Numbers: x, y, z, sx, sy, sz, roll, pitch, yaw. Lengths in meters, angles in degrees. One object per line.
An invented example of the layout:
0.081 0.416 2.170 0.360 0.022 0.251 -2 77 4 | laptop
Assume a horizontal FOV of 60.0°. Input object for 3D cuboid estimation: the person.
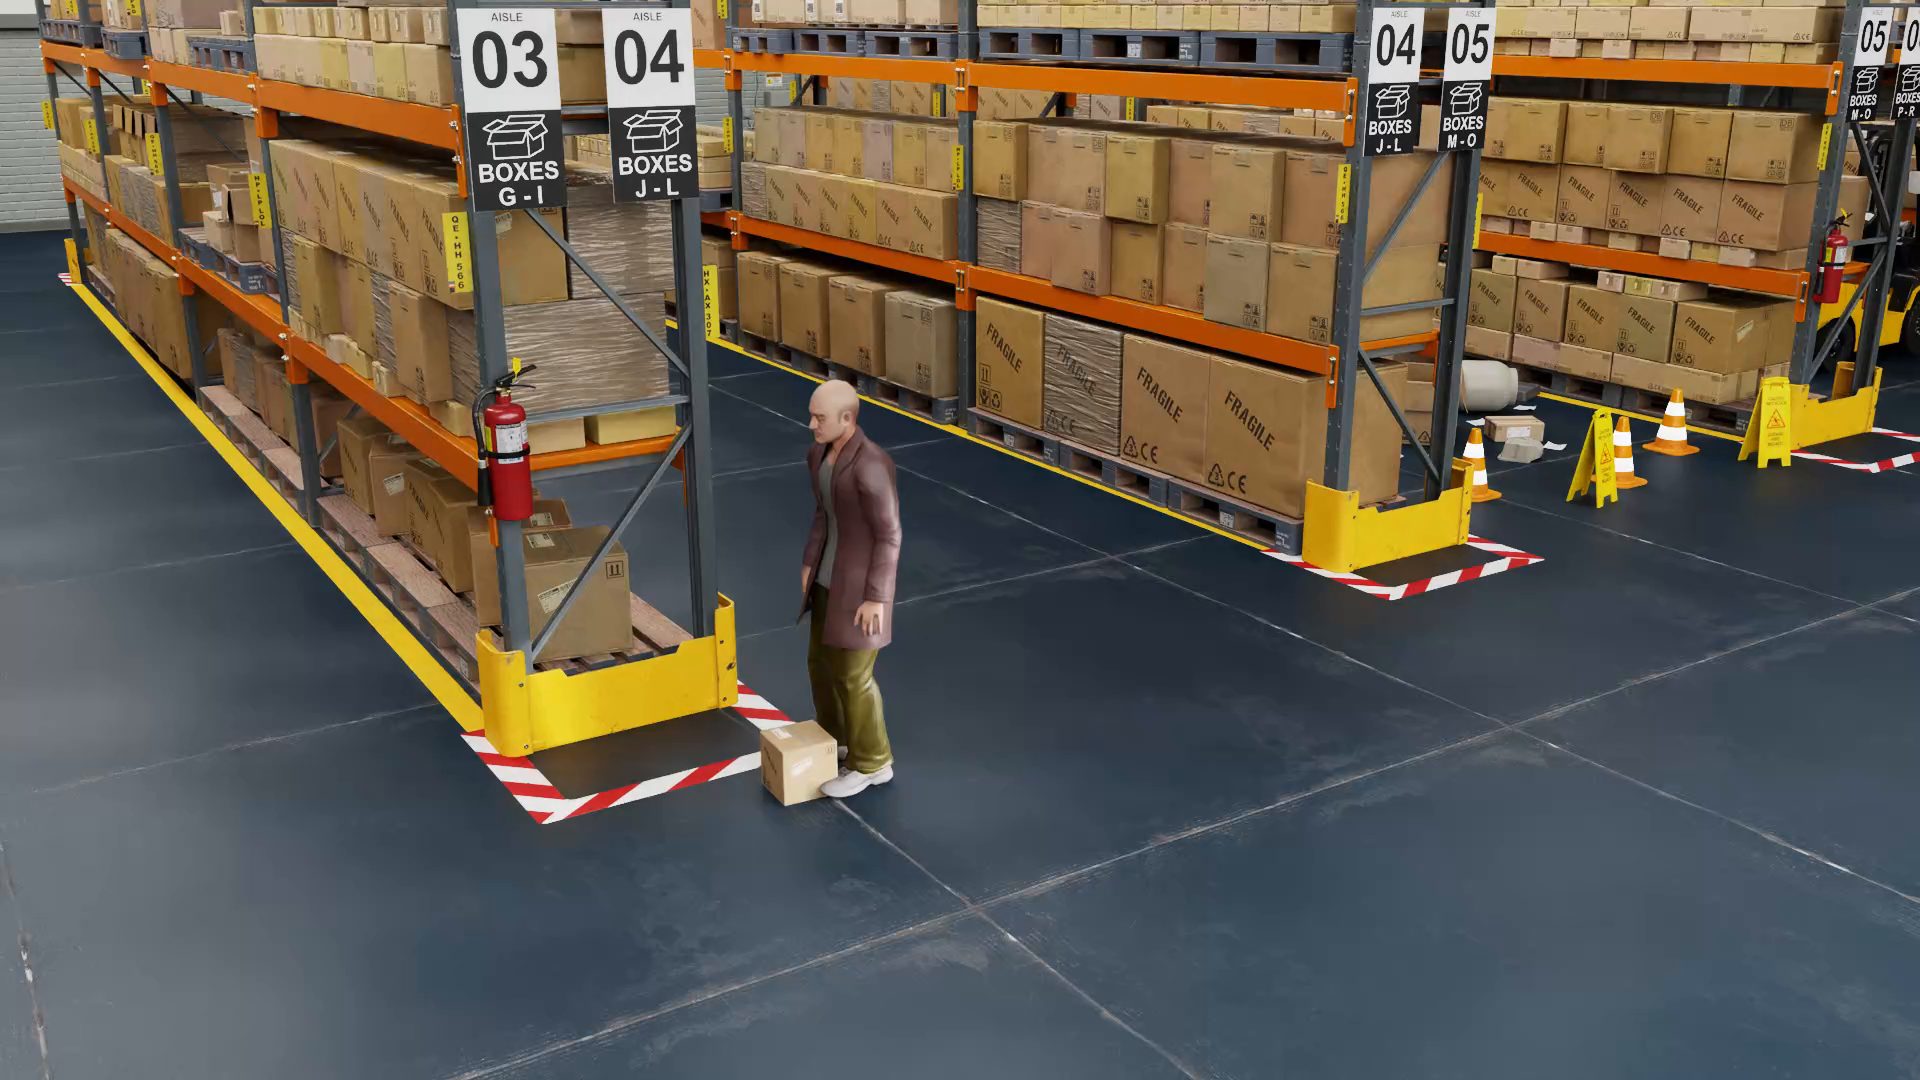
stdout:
-0.480 0.245 7.011 0.429 1.654 0.645 -11 21 -30 | person
